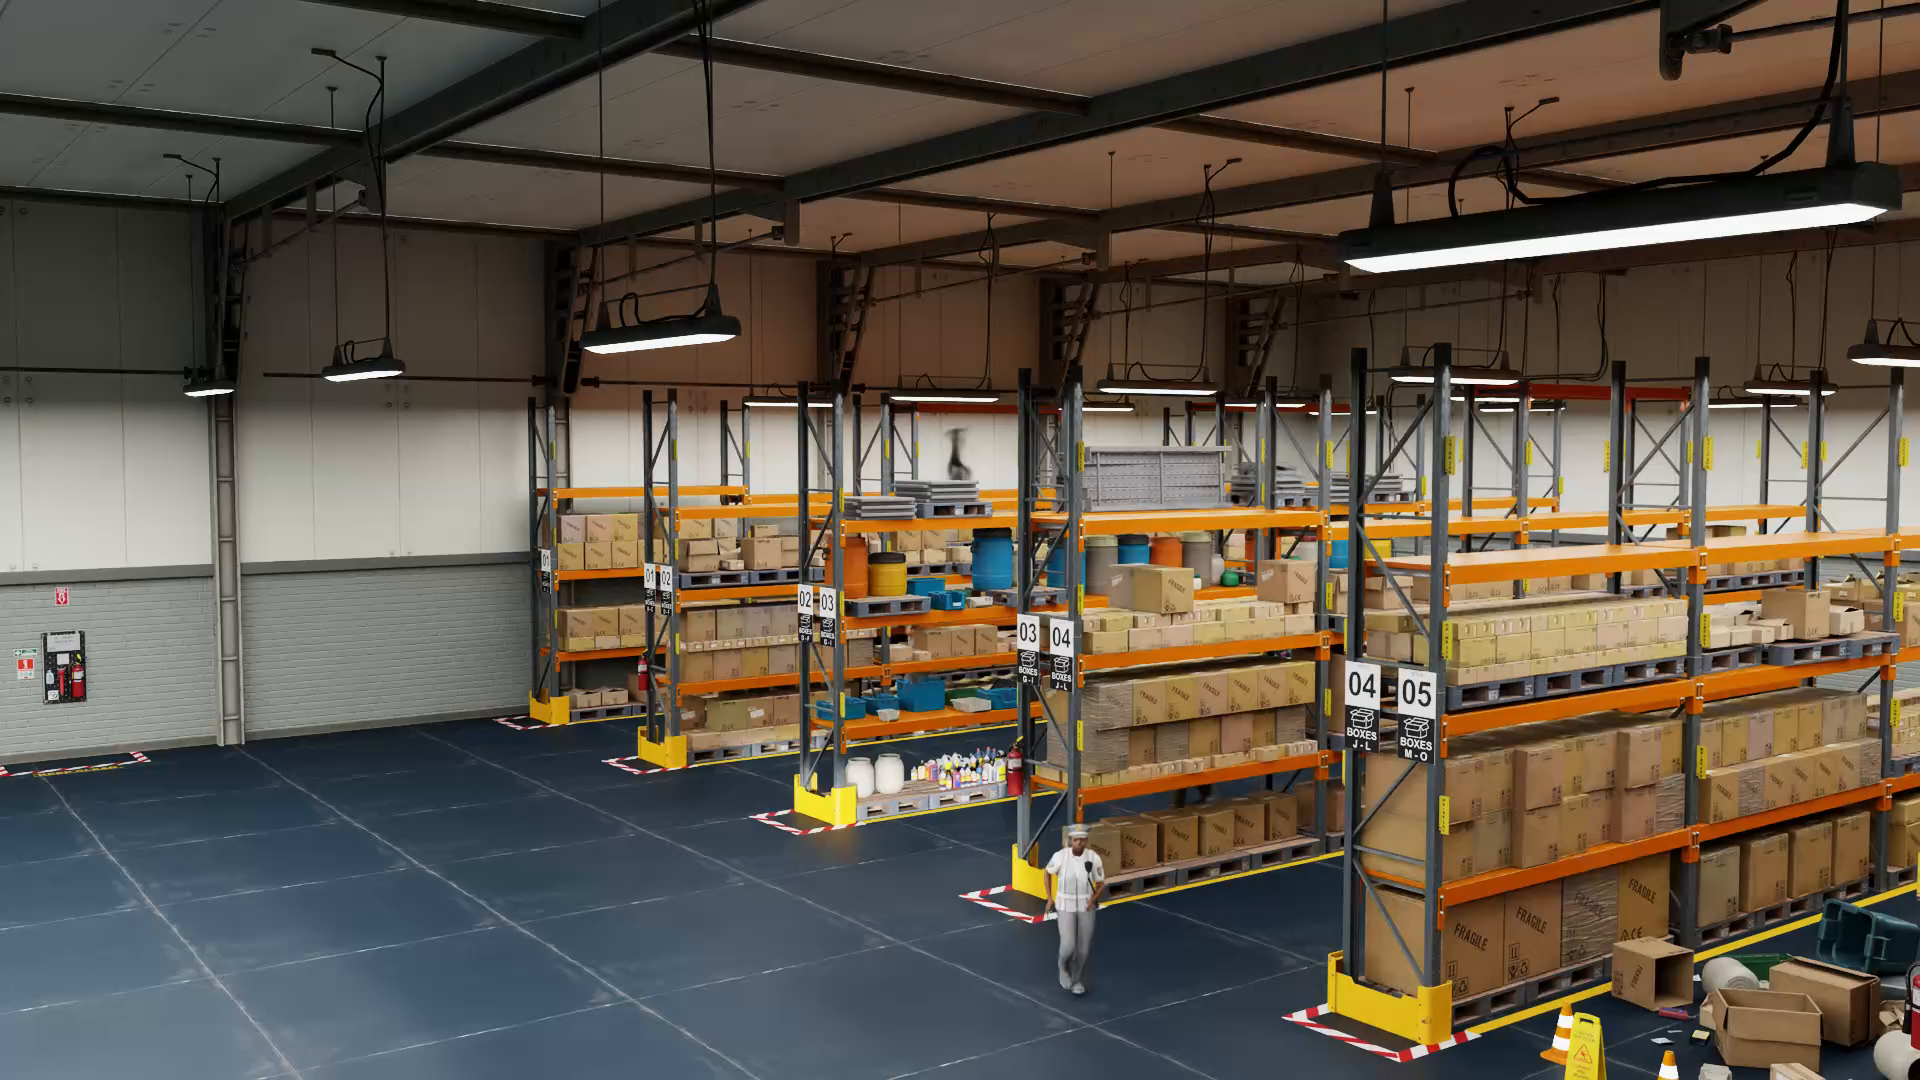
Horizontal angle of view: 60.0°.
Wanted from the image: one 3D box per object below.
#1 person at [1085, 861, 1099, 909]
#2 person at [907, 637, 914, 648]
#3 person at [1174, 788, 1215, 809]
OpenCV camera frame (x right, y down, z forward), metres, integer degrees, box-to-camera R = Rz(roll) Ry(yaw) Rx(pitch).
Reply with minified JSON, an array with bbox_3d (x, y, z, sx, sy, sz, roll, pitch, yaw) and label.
[{"bbox_3d":[1.220,3.187,15.358,0.152,0.481,0.238,0,3,-2],"label":"person"},{"bbox_3d":[-0.882,2.138,32.458,0.354,0.589,0.535,-3,4,-39],"label":"person"},{"bbox_3d":[3.190,3.657,23.166,0.195,0.377,1.063,3,5,42],"label":"person"}]
